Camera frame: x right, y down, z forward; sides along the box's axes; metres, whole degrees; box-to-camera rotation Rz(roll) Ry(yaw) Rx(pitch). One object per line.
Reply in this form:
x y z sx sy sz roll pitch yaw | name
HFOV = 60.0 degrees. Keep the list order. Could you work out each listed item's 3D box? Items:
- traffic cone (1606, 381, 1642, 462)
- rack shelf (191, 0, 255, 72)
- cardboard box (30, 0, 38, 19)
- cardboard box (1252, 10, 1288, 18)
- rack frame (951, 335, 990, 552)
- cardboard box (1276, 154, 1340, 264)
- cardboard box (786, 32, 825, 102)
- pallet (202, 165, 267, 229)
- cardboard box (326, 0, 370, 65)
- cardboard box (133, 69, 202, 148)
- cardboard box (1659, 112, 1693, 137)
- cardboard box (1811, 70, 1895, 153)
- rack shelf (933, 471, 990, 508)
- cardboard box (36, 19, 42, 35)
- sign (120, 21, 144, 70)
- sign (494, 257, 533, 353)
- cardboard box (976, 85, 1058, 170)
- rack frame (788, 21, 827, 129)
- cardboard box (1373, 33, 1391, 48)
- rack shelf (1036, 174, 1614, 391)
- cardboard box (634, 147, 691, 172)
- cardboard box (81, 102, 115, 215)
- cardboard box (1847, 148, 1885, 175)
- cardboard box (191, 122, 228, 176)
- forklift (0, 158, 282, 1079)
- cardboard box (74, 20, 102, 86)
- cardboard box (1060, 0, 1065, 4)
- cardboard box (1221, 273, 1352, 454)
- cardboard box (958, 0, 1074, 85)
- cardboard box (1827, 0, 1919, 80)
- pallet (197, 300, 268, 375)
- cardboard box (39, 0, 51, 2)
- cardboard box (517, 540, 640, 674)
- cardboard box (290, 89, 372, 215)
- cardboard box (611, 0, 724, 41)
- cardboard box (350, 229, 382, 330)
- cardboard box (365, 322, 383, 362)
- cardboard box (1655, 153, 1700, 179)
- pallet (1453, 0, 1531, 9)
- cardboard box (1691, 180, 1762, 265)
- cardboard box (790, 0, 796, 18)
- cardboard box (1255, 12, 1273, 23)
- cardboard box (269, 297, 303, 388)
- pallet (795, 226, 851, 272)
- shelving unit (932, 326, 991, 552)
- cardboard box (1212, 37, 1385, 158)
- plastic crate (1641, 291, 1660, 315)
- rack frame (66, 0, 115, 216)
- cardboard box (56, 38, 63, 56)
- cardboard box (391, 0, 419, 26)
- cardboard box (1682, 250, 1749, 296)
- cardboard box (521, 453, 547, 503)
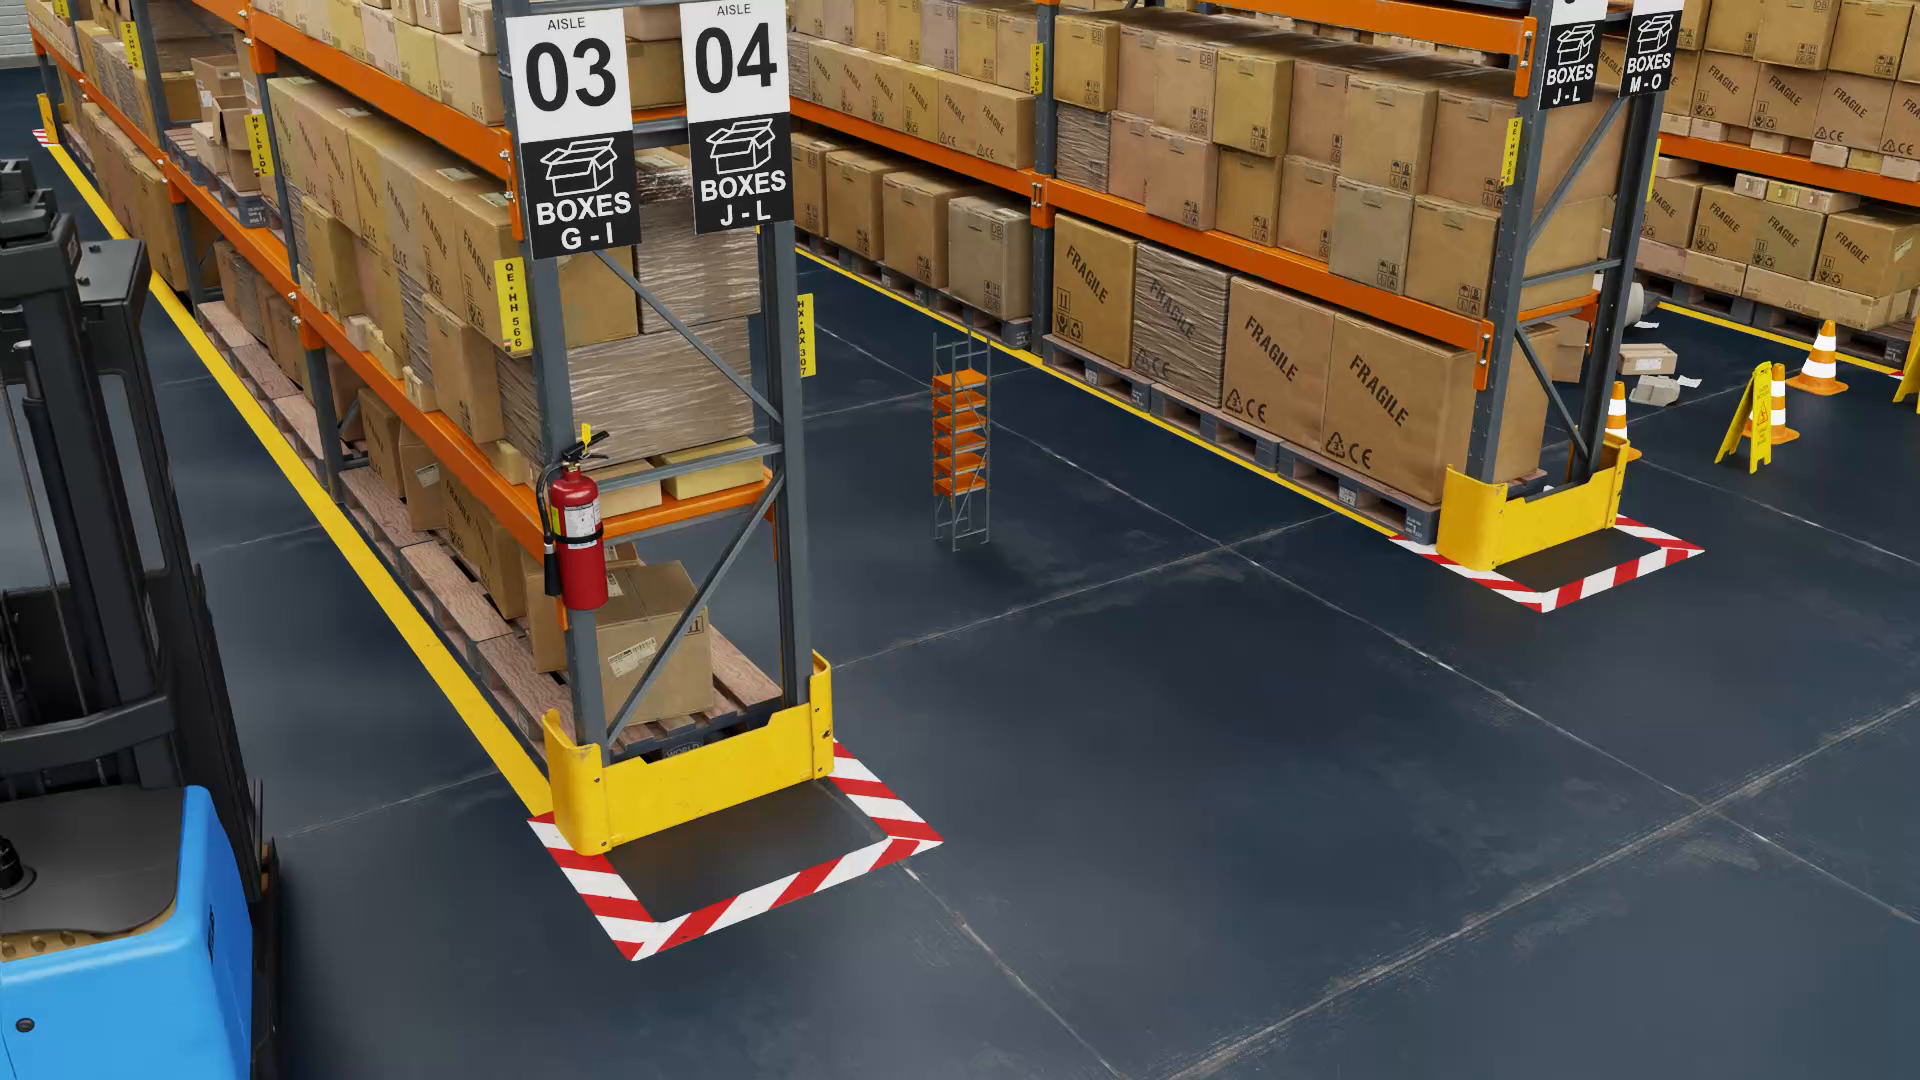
4.052 -0.756 10.310 0.336 0.463 0.334 -16 29 -30 | traffic cone
-4.334 -3.440 10.352 1.077 0.370 4.000 -16 29 -30 | rack shelf
-9.468 -5.633 17.496 0.500 0.250 0.500 -16 30 -30 | cardboard box
3.219 -5.404 16.225 0.500 0.500 0.500 -14 29 -27 | cardboard box
0.058 -0.505 8.914 0.240 1.200 0.006 -16 29 -30 | rack frame
2.392 -1.994 9.784 0.875 0.550 0.550 -16 29 -30 | cardboard box
-1.196 -4.066 14.231 0.500 0.500 0.500 -15 29 -29 | cardboard box
-4.311 -2.339 10.915 1.003 0.211 1.213 -16 29 -30 | pallet
-2.362 -2.206 7.072 0.500 0.250 0.500 -16 30 -30 | cardboard box
-5.903 -3.288 12.584 0.500 0.500 0.500 -15 29 -28 | cardboard box
5.654 -3.242 12.898 0.380 0.149 0.250 -15 29 -29 | cardboard box
6.448 -3.062 11.757 0.500 0.500 0.500 -15 29 -29 | cardboard box
0.008 -0.280 9.104 0.258 0.103 0.180 -16 29 -30 | rack shelf
-9.451 -5.392 17.453 0.380 0.149 0.250 -16 30 -30 | cardboard box
-5.889 -3.517 11.830 0.100 0.325 0.005 -16 29 -30 | sign
-1.535 -0.807 5.719 0.100 0.325 0.005 -16 29 -30 | sign
0.459 -2.983 11.937 0.500 0.500 0.500 -16 29 -30 | cardboard box
-1.215 -4.244 14.726 1.000 3.000 0.127 -16 29 -30 | rack frame
4.004 -4.567 15.213 0.380 0.149 0.250 -16 29 -30 | cardboard box
2.060 -1.772 10.333 1.077 0.370 4.000 -16 29 -30 | rack shelf
-1.398 -1.335 6.928 0.500 0.500 0.500 -16 29 -30 | cardboard box
-7.244 -3.560 15.274 1.225 0.875 0.875 -15 29 -29 | cardboard box
6.508 -2.704 11.758 0.380 0.149 0.250 -16 30 -30 | cardboard box
-4.704 -2.593 10.913 0.500 0.250 0.500 -16 30 -31 | cardboard box
-3.061 0.186 5.423 1.130 2.935 3.031 -9 27 -19 | forklift
-7.568 -4.377 14.891 0.500 0.500 0.500 -15 29 -29 | cardboard box
1.263 -6.206 19.058 0.500 0.250 0.500 -16 30 -30 | cardboard box
2.244 -1.153 10.175 0.875 0.875 0.875 -16 30 -30 | cardboard box
0.410 -3.670 12.222 0.700 0.500 0.500 -16 30 -30 | cardboard box
6.512 -3.519 11.553 0.700 0.500 0.500 -15 29 -29 | cardboard box
-5.001 -1.583 12.356 1.003 0.211 1.213 -16 29 -30 | pallet
-9.197 -5.794 16.958 0.500 0.500 0.500 -16 30 -31 | cardboard box
-1.741 0.245 7.654 0.500 0.500 0.500 -8 26 -16 | cardboard box
-2.936 -1.927 8.180 0.500 0.500 0.500 -16 29 -30 | cardboard box
-1.016 -1.884 5.922 0.380 0.149 0.250 -16 30 -30 | cardboard box
-2.448 -1.355 8.142 0.875 0.500 0.500 -16 29 -30 | cardboard box
-2.674 -0.991 8.131 0.380 0.149 0.250 -16 29 -30 | cardboard box
5.606 -2.970 13.119 0.380 0.149 0.250 -14 29 -27 | cardboard box
2.738 -2.962 8.600 1.003 0.211 1.213 -16 29 -30 | pallet
6.031 -2.451 12.780 0.500 0.500 0.500 -16 30 -31 | cardboard box
-1.308 -4.801 15.012 0.380 0.149 0.250 -15 29 -30 | cardboard box
3.136 -5.133 16.411 0.380 0.149 0.250 -18 31 -33 | cardboard box
-4.110 -1.362 11.033 0.700 0.500 0.500 -18 31 -34 | cardboard box
-0.848 -2.683 14.687 1.003 0.211 1.213 -16 29 -30 | pallet
0.008 -0.537 8.983 0.258 1.200 0.189 -16 29 -30 | shelving unit
2.014 -2.647 9.902 0.875 0.550 0.500 -16 29 -30 | cardboard box
5.231 -1.930 13.244 0.583 0.080 0.402 18 31 33 | plastic crate
-7.610 -4.555 15.385 1.000 3.000 0.127 -16 29 -30 | rack frame
-8.613 -4.842 16.287 0.380 0.149 0.250 -15 29 -29 | cardboard box
-1.914 -2.035 6.242 0.380 0.149 0.250 -15 29 -29 | cardboard box
6.011 -2.118 12.952 0.500 0.250 0.500 -17 30 -31 | cardboard box
-1.523 -0.292 6.650 0.380 0.149 0.250 -16 29 -30 | cardboard box
